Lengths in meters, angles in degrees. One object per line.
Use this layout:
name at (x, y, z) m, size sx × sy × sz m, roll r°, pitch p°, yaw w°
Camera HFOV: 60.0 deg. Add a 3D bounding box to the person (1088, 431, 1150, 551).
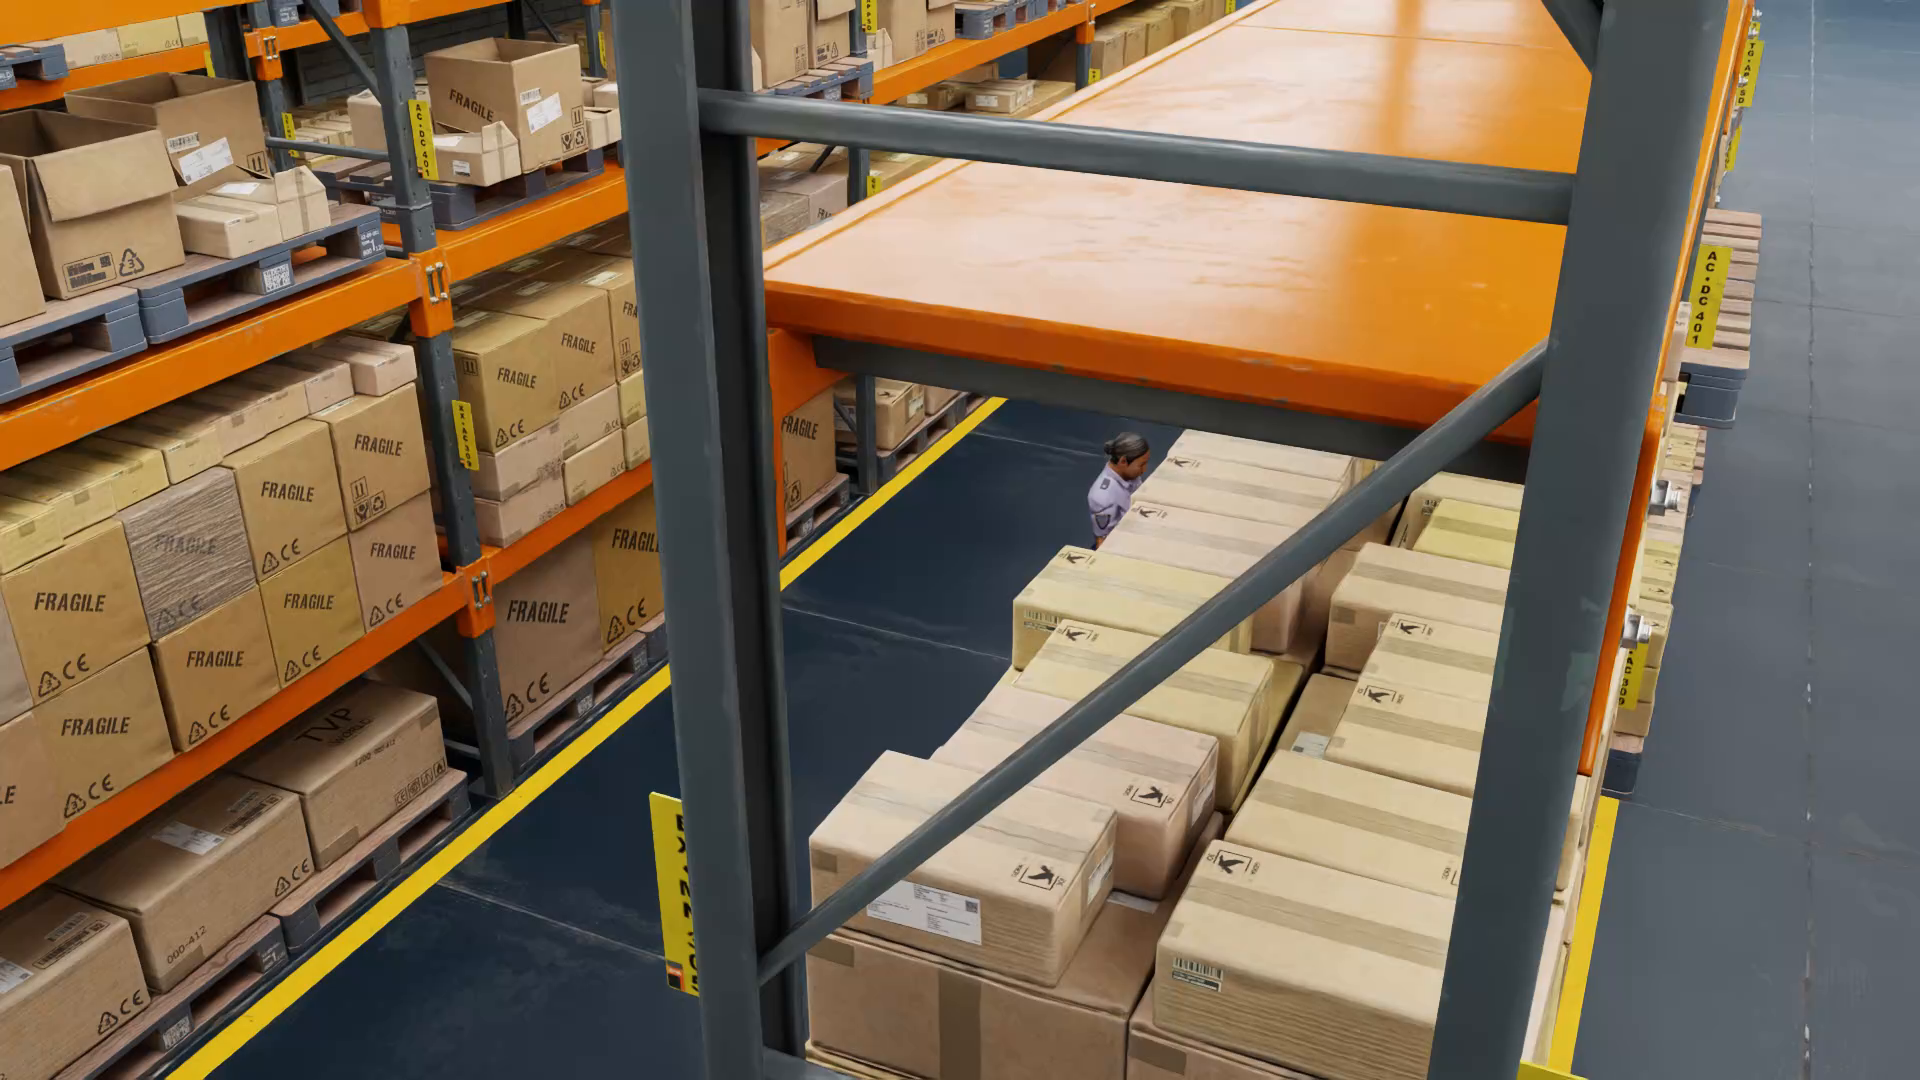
person at (0.831, 0.183, 8.786) m, size 0.342 × 1.640 × 0.477 m, roll 12°, pitch 29°, yaw 23°
